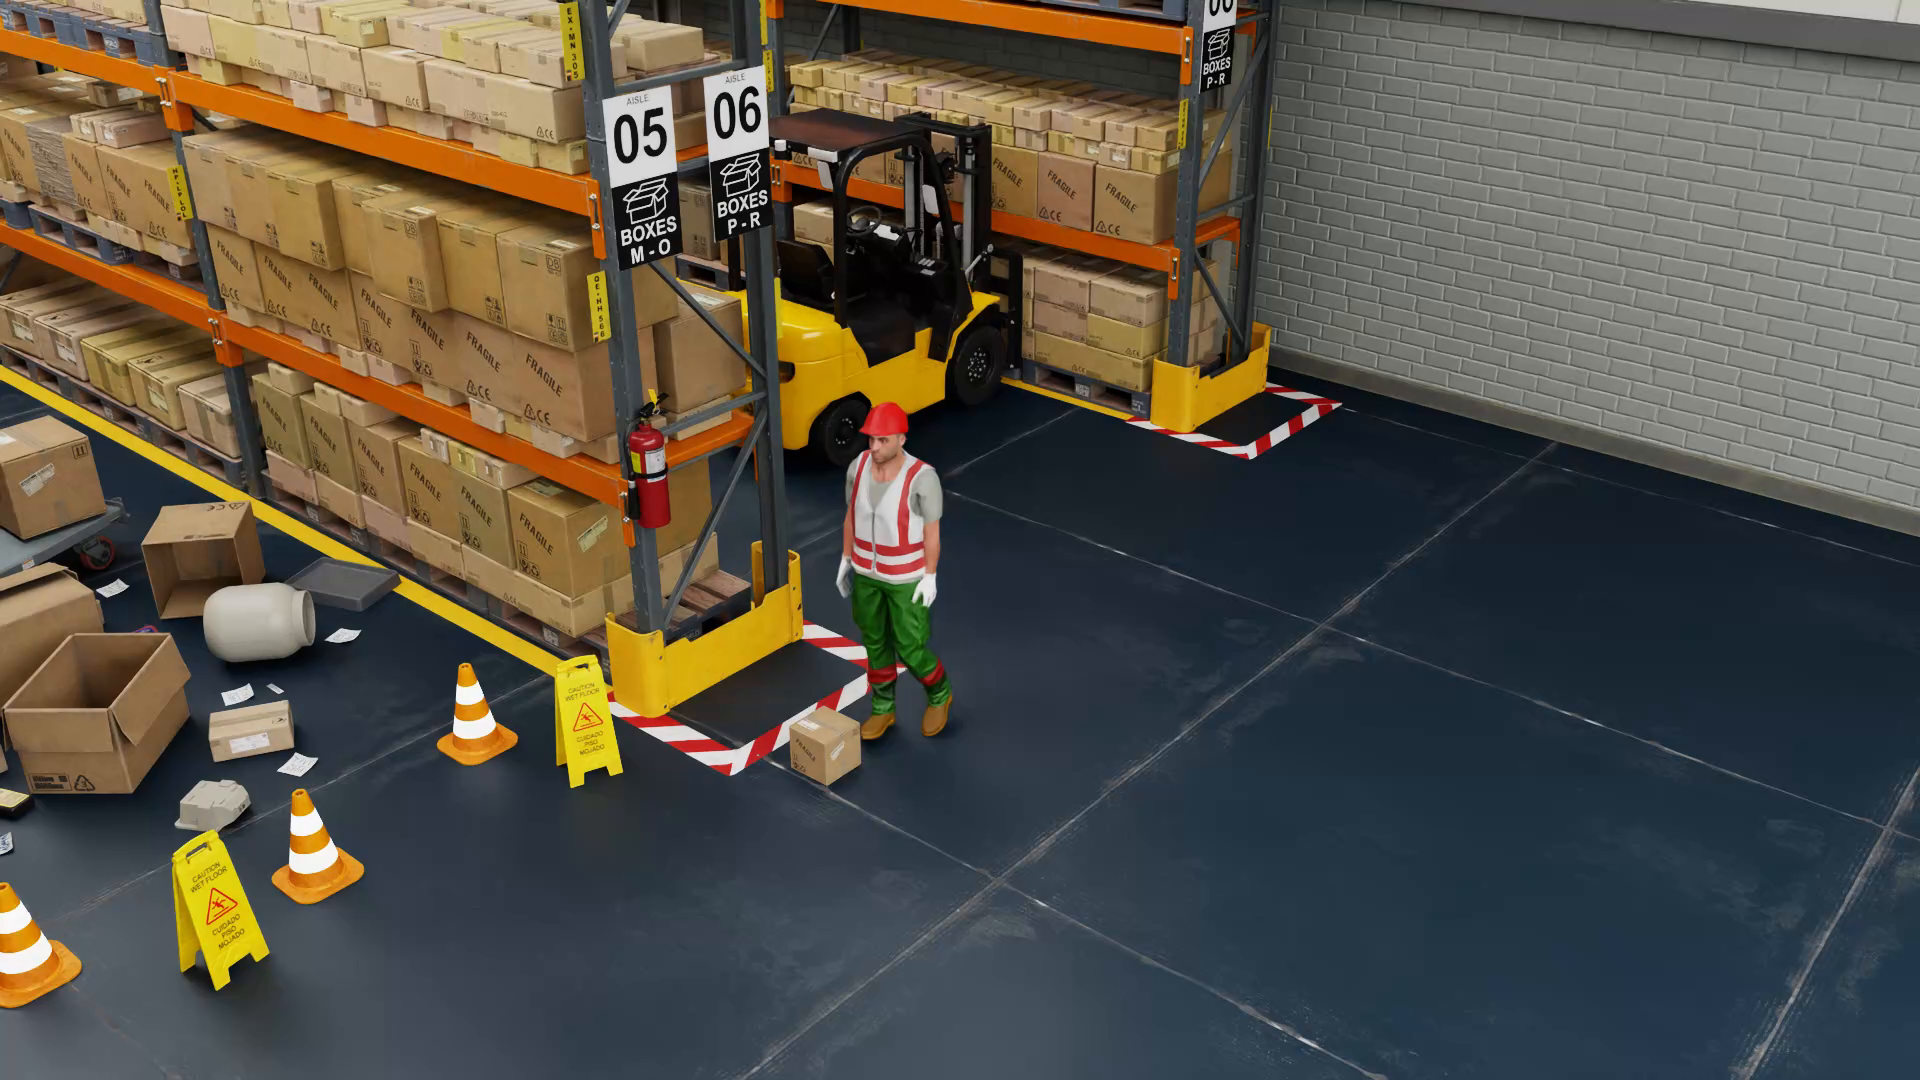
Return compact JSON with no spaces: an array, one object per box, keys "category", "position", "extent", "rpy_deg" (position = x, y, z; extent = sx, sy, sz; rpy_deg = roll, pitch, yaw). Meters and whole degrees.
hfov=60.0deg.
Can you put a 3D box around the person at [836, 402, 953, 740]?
[{"category":"person","position":[-0.349,0.163,8.256],"extent":[0.544,1.796,0.499],"rpy_deg":[14,30,26]}]
